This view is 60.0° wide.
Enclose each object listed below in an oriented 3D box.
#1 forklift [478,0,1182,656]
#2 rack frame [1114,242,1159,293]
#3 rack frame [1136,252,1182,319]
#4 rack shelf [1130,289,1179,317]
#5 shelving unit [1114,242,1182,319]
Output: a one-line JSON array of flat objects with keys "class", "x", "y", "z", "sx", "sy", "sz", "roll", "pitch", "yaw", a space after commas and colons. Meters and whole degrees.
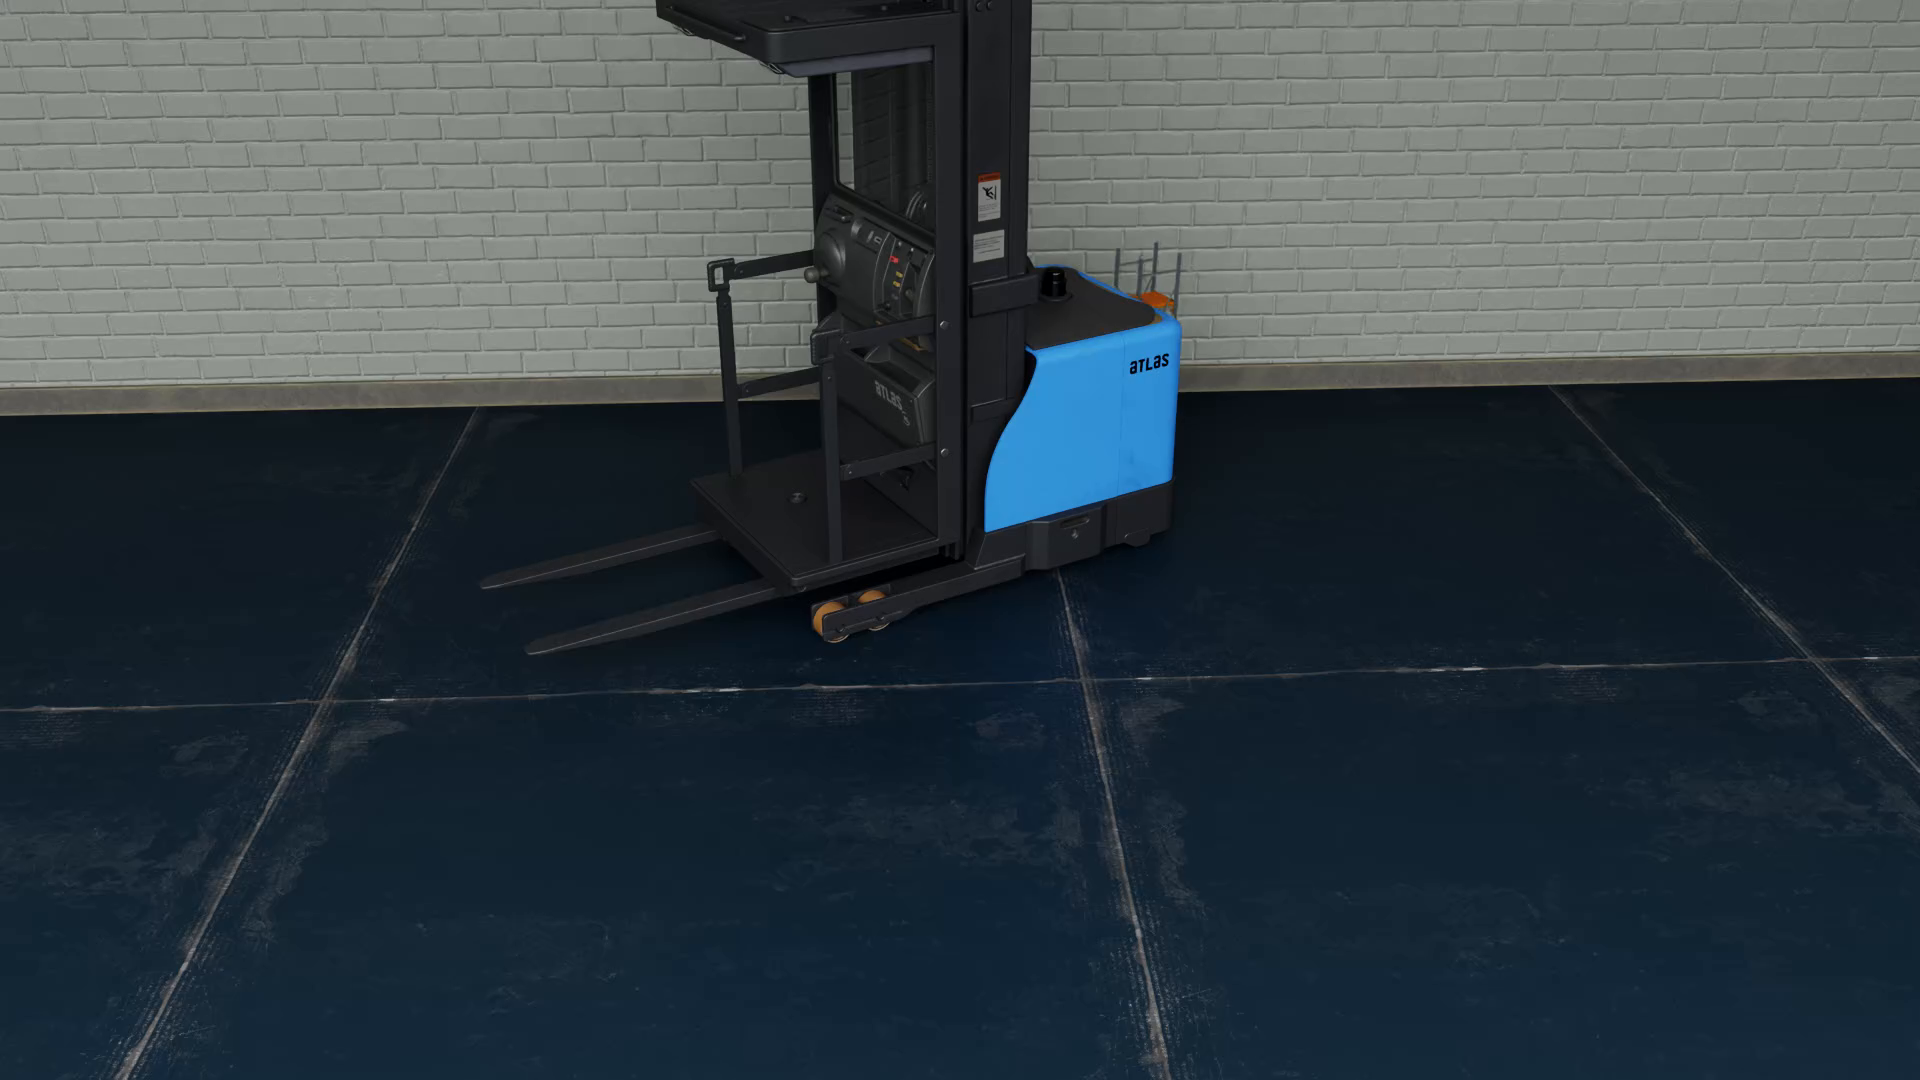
[{"class": "forklift", "x": -0.539, "y": -1.151, "z": 6.787, "sx": 3.031, "sy": 2.935, "sz": 1.130, "roll": -15, "pitch": 31, "yaw": -27}, {"class": "rack frame", "x": 0.821, "y": -0.847, "z": 8.070, "sx": 0.240, "sy": 1.200, "sz": 0.006, "roll": -14, "pitch": 30, "yaw": -27}, {"class": "rack frame", "x": 0.912, "y": -0.774, "z": 7.929, "sx": 0.240, "sy": 1.200, "sz": 0.006, "roll": -14, "pitch": 30, "yaw": -27}, {"class": "rack shelf", "x": 0.873, "y": -1.092, "z": 7.857, "sx": 0.258, "sy": 0.103, "sz": 0.180, "roll": -14, "pitch": 30, "yaw": -27}, {"class": "shelving unit", "x": 0.866, "y": -0.811, "z": 8.000, "sx": 0.258, "sy": 1.200, "sz": 0.189, "roll": -14, "pitch": 30, "yaw": -27}]
